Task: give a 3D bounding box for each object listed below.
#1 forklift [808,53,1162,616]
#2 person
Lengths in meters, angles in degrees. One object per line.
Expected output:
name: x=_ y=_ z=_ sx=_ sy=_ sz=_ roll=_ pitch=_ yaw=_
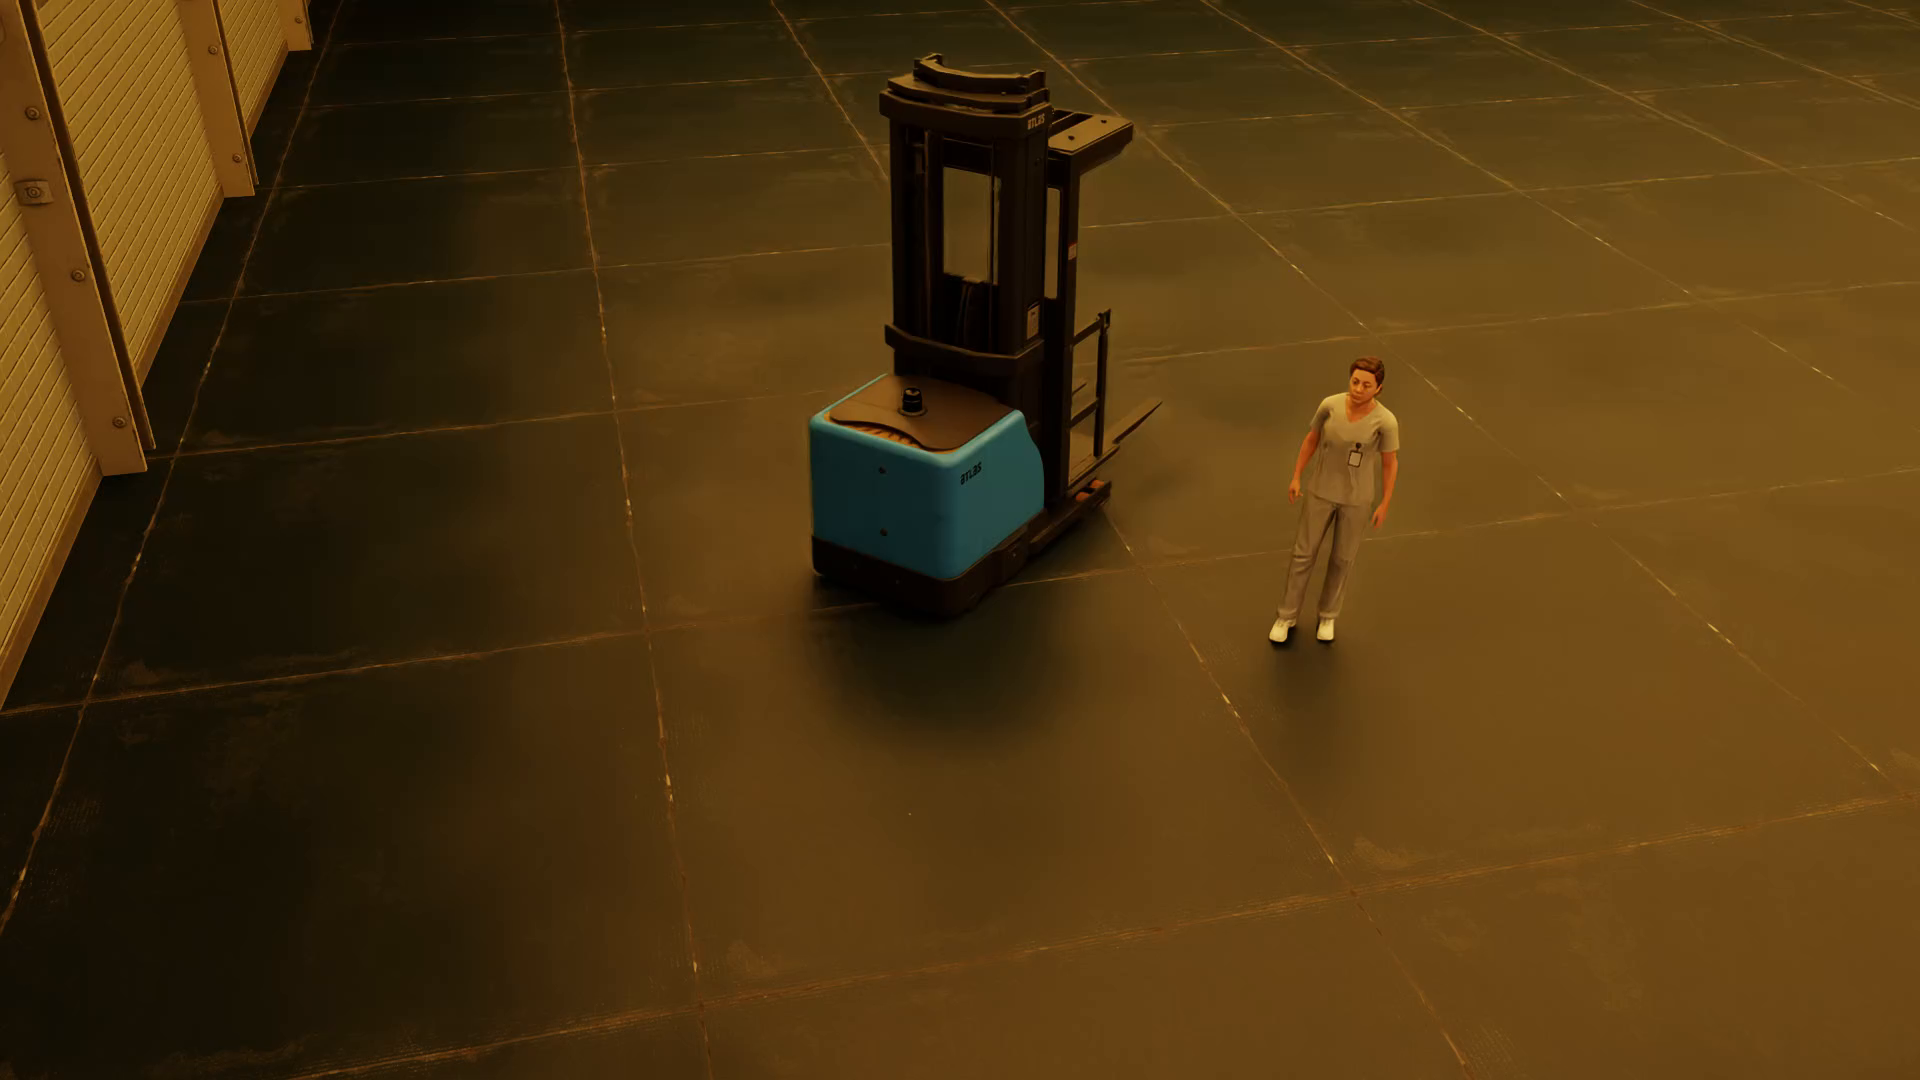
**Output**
forklift: x=0.330 y=-1.527 z=10.212 sx=1.130 sy=2.935 sz=3.031 roll=18 pitch=35 yaw=28
person: x=2.081 y=-0.201 z=9.180 sx=0.560 sy=1.671 sz=0.539 roll=13 pitch=32 yaw=21
